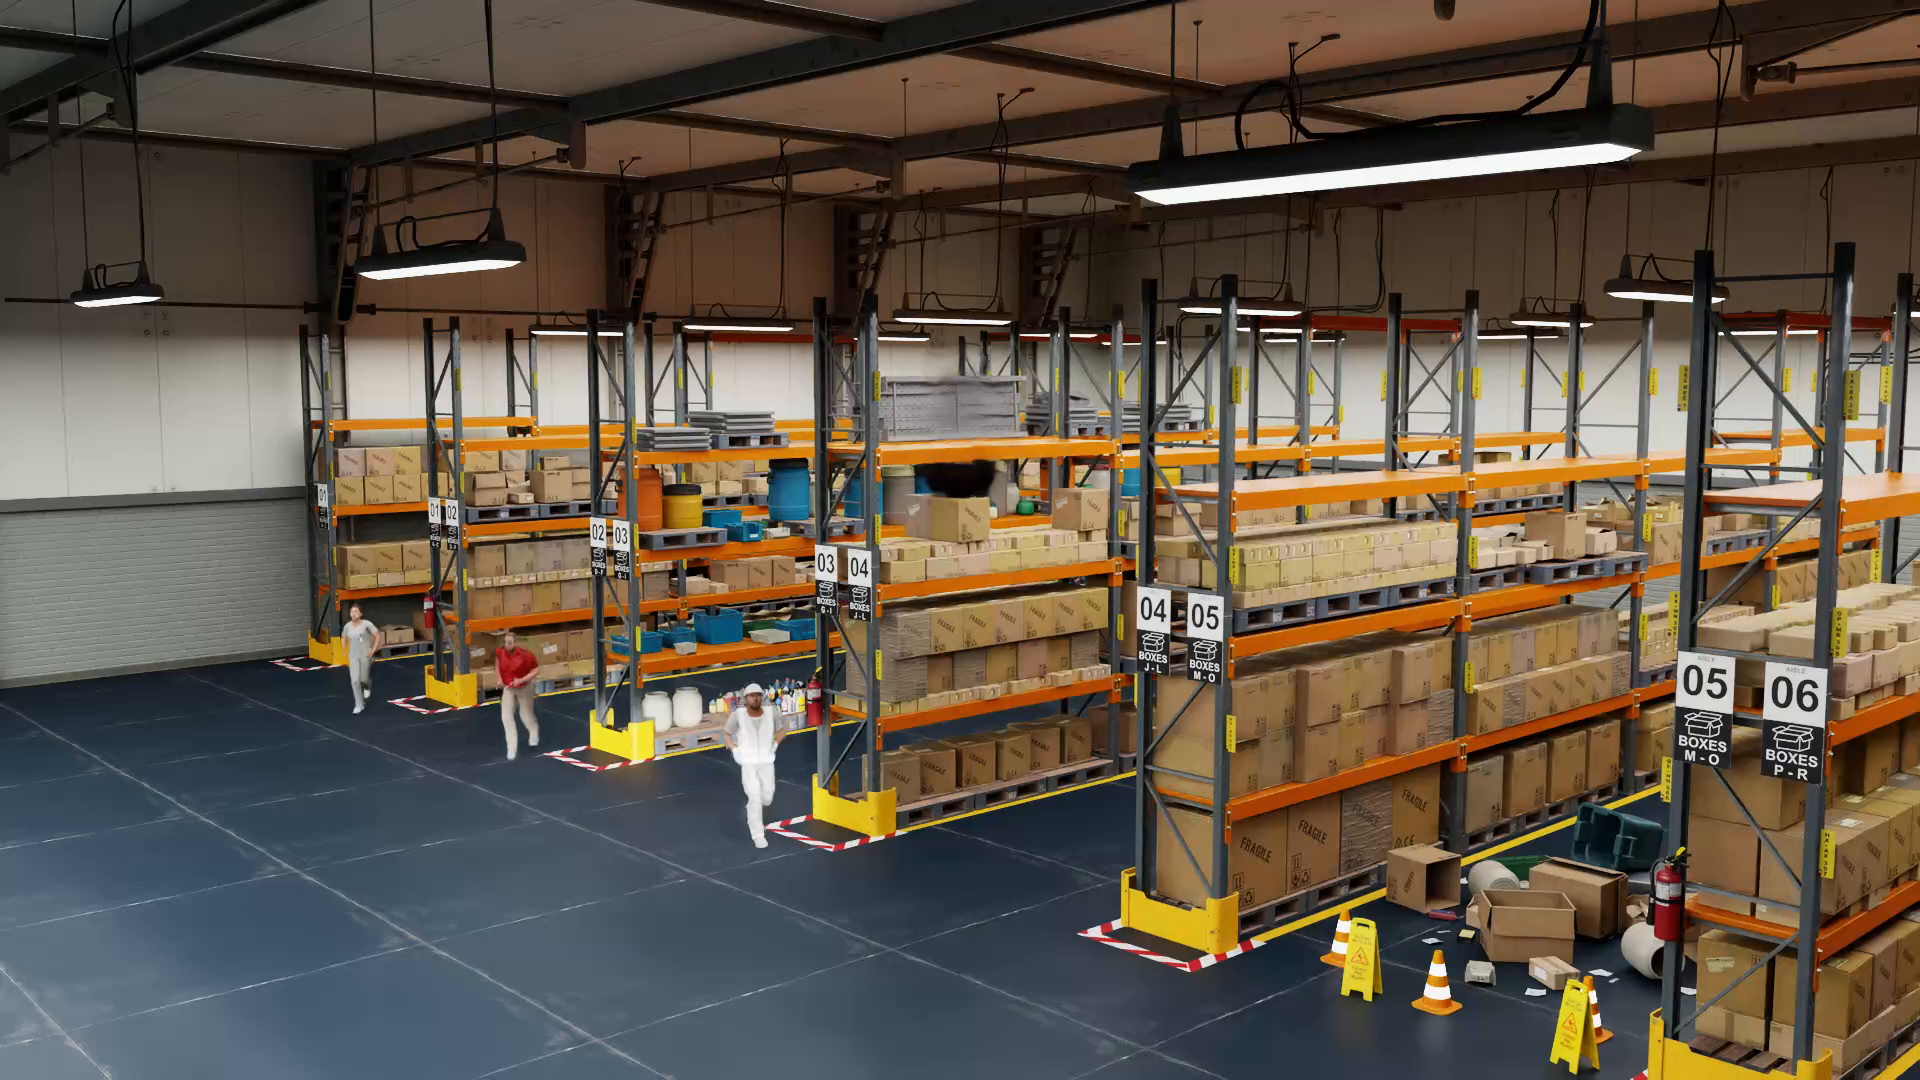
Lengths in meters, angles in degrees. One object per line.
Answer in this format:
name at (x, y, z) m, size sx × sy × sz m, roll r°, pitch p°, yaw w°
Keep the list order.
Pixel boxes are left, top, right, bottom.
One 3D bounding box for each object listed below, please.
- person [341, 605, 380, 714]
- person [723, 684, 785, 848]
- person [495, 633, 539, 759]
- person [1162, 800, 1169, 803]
person at (-9.151, 1.788, 25.452) m, size 0.585 × 1.651 × 0.653 m, roll 0°, pitch 6°, yaw -3°
person at (-2.245, 2.454, 18.344) m, size 0.673 × 1.765 × 0.767 m, roll -3°, pitch 6°, yaw -23°
person at (-5.985, 2.093, 22.555) m, size 0.702 × 1.761 × 0.932 m, roll 1°, pitch 6°, yaw 8°
person at (2.302, 2.579, 18.094) m, size 0.562 × 1.532 × 0.562 m, roll -5°, pitch 8°, yaw -43°
